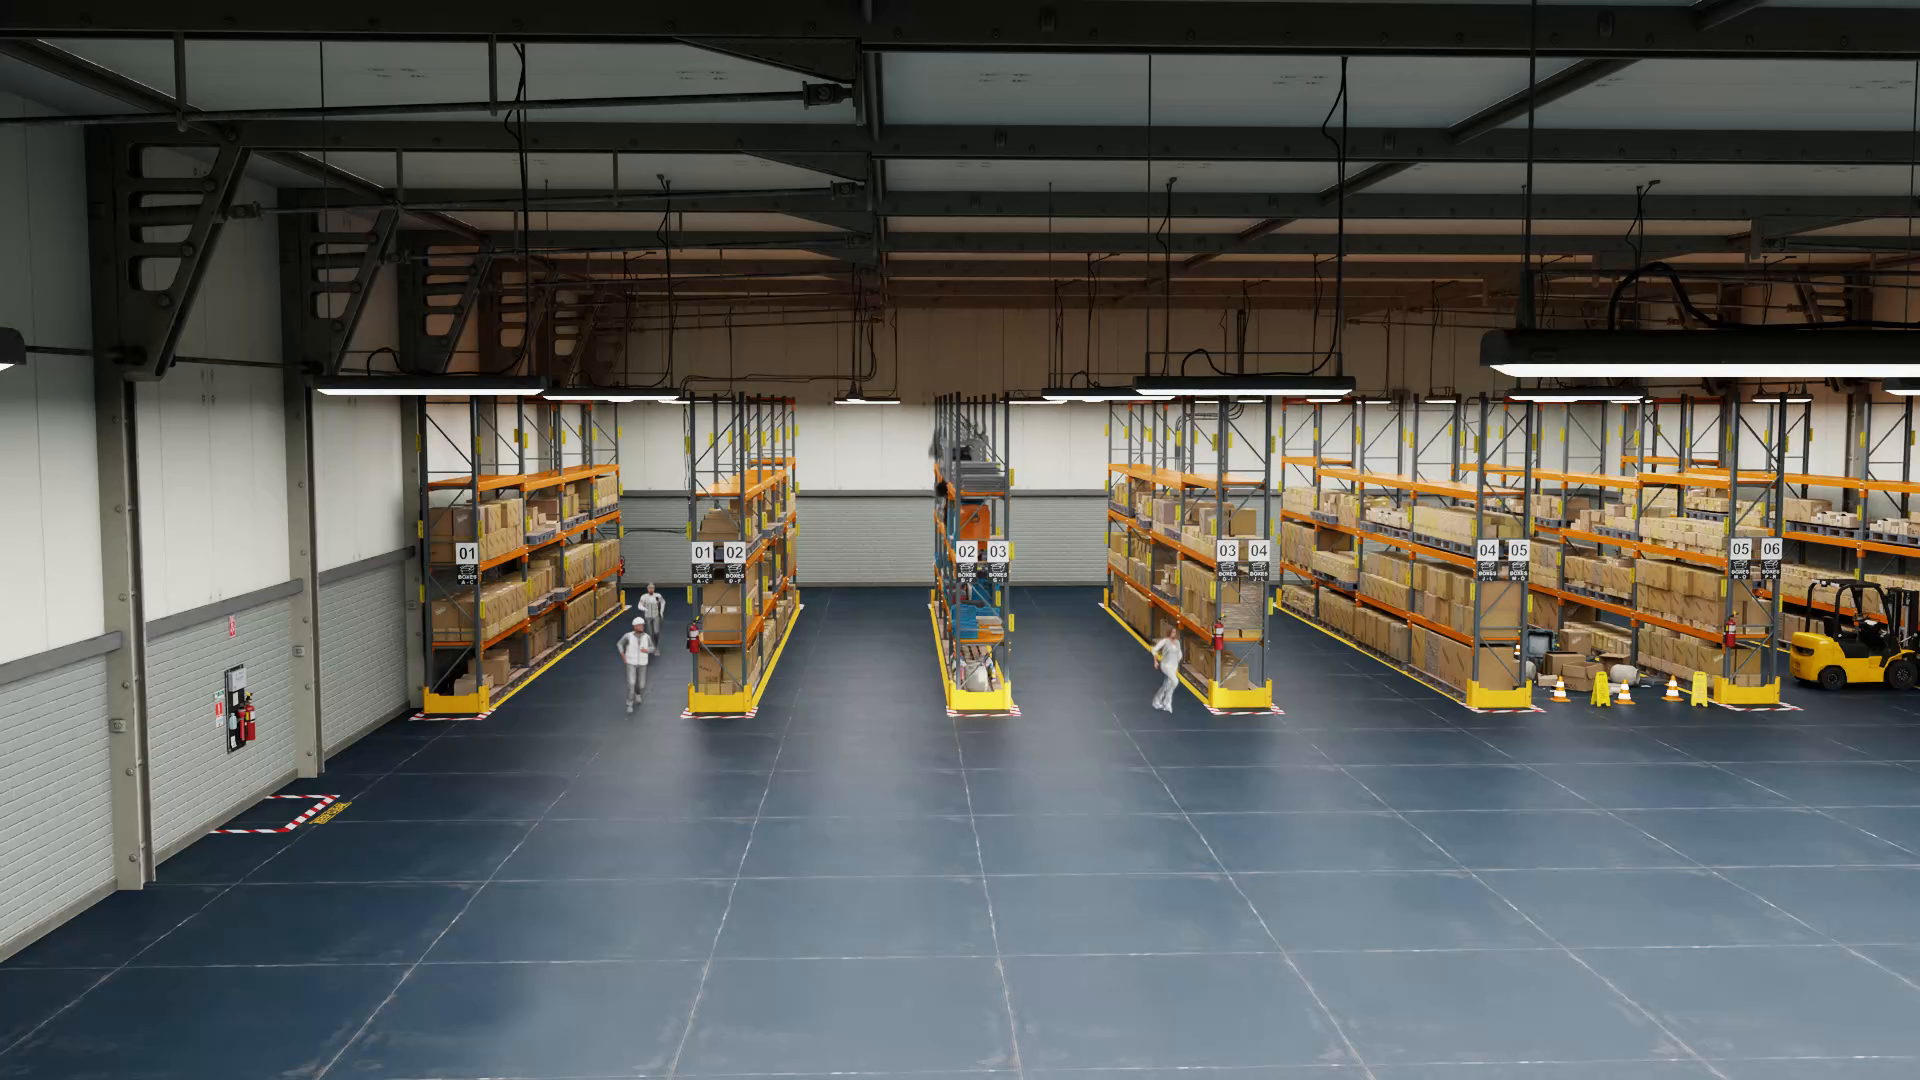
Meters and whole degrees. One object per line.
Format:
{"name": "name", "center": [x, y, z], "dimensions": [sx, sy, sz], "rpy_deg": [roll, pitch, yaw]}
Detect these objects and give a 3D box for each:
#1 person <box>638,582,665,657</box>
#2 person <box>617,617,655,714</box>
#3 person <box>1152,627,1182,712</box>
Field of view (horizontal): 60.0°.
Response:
{"name": "person", "center": [-7.106, 1.819, 38.324], "dimensions": [0.605, 1.739, 0.740], "rpy_deg": [-1, 5, -9]}
{"name": "person", "center": [-6.114, 2.346, 31.516], "dimensions": [0.677, 1.762, 0.902], "rpy_deg": [-2, 5, -27]}
{"name": "person", "center": [3.945, 2.419, 31.335], "dimensions": [0.498, 1.562, 0.657], "rpy_deg": [-3, 6, -34]}
